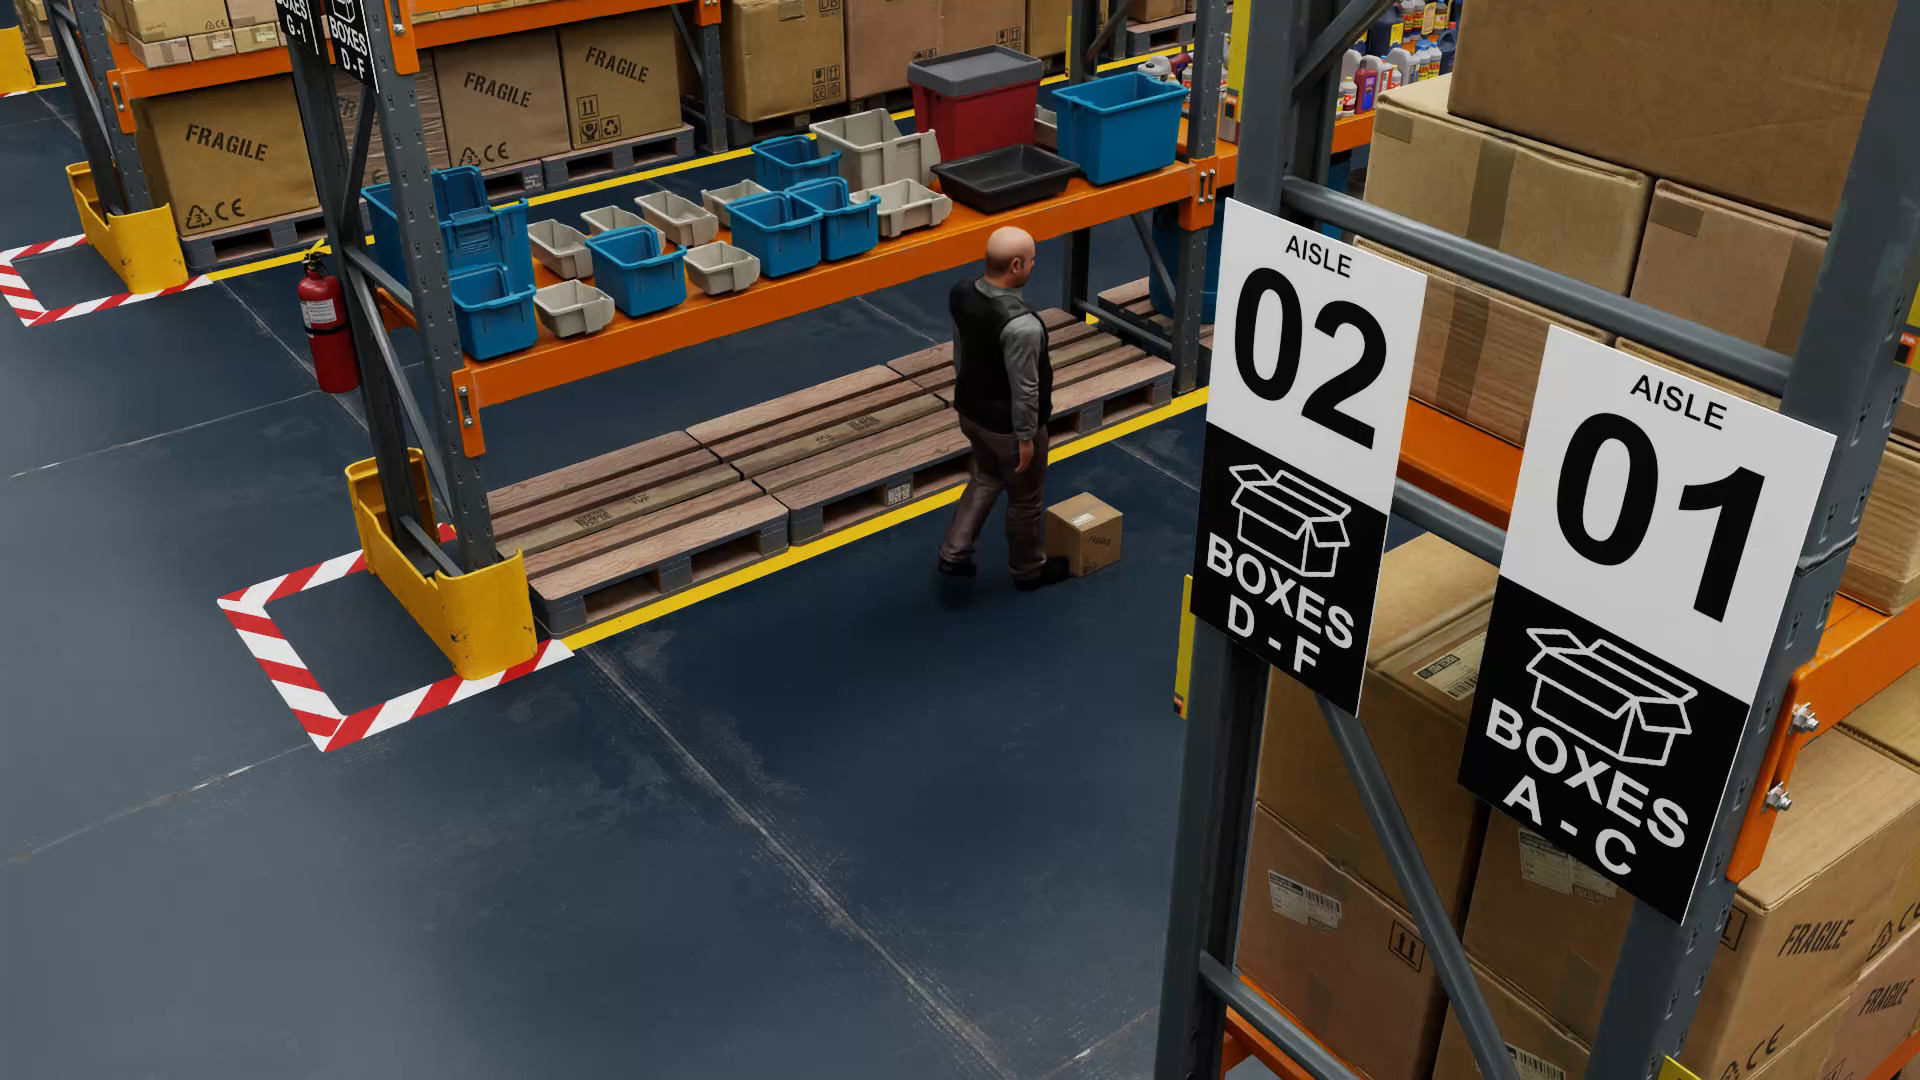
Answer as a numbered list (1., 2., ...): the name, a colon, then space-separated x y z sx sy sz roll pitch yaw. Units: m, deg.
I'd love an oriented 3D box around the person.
1. person: 0.223 -0.521 6.978 0.625 1.712 0.549 -21 38 -30
